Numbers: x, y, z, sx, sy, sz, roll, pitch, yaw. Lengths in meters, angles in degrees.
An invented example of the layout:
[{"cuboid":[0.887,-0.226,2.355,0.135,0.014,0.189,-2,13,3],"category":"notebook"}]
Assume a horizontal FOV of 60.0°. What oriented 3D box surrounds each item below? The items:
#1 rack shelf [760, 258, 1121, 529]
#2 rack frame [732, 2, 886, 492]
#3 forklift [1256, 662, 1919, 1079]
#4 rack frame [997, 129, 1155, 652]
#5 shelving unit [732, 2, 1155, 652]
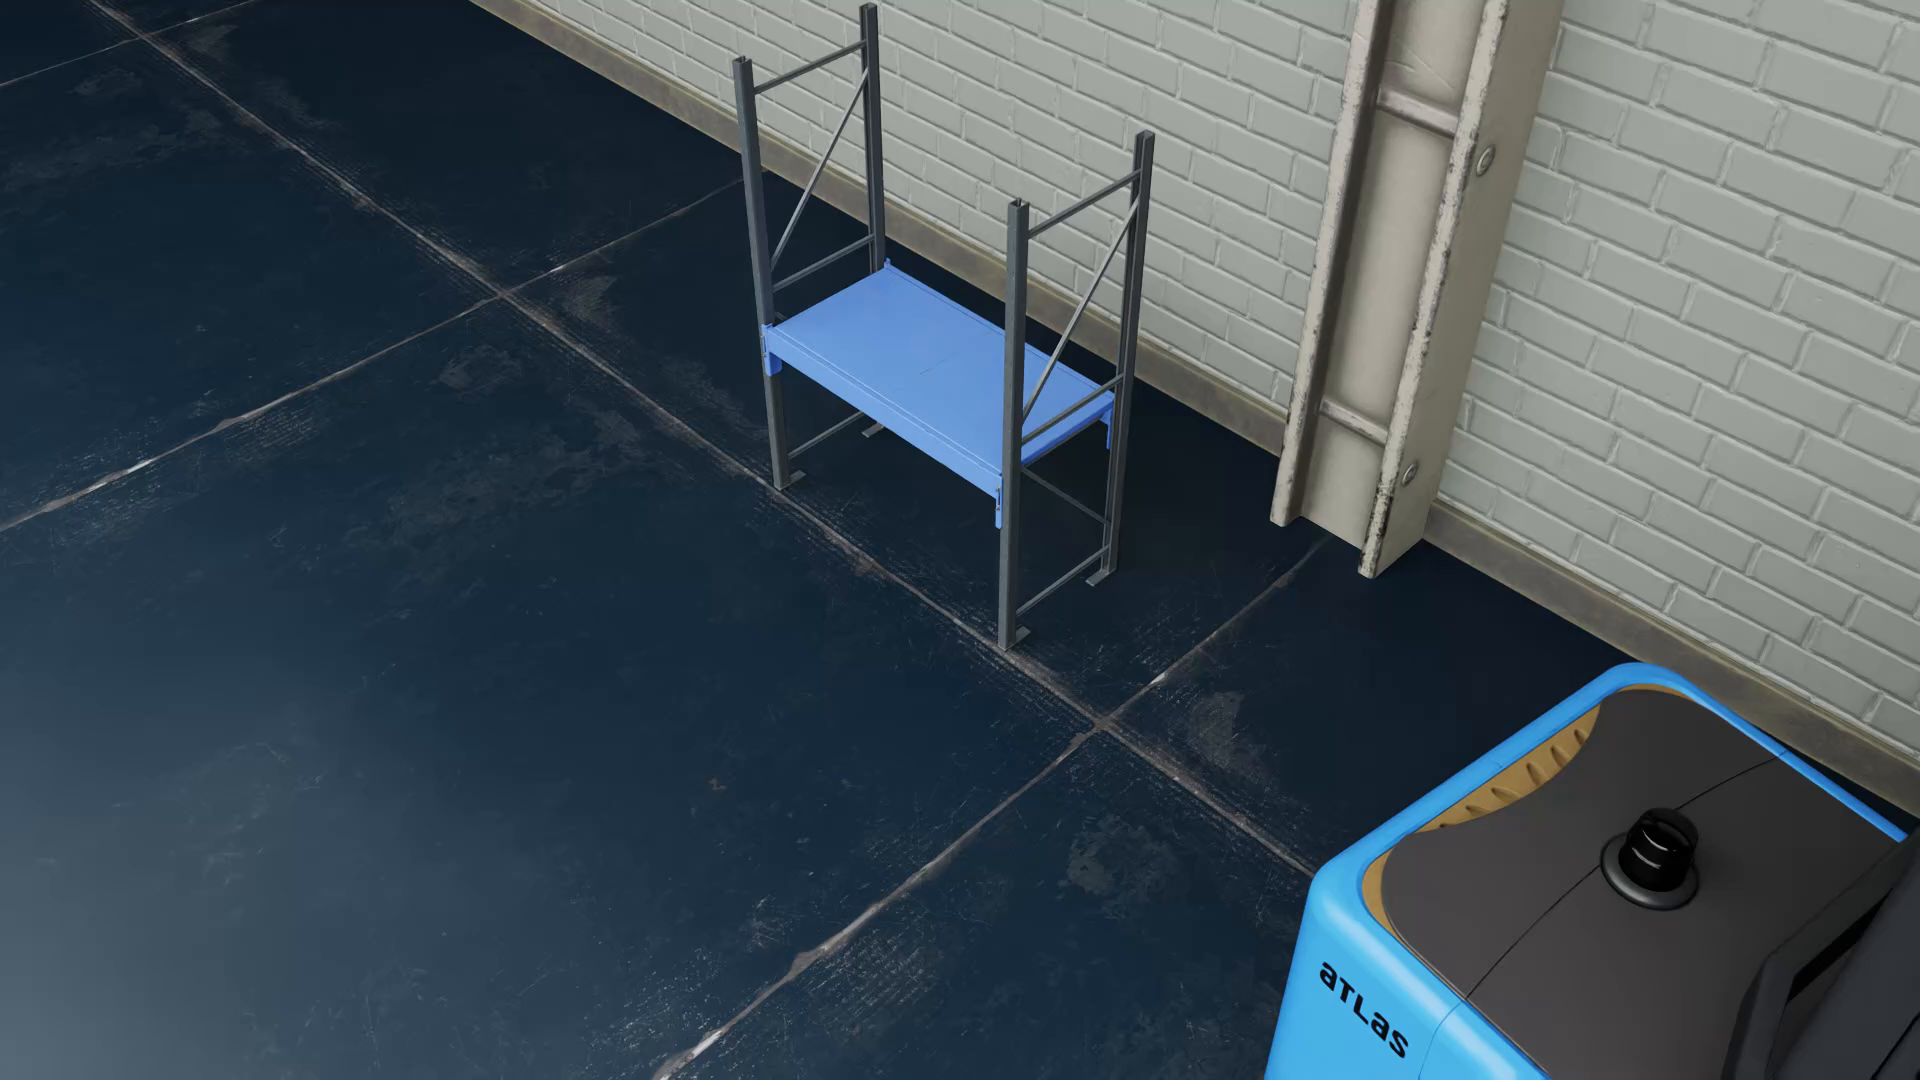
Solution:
[{"cuboid":[-0.060,-0.460,4.907,0.538,0.185,1.000,-34,53,-31],"category":"rack shelf"},{"cuboid":[-0.419,-0.836,5.050,0.500,1.500,0.032,-34,53,-31],"category":"rack frame"},{"cuboid":[1.896,0.939,2.075,1.130,2.935,3.031,-26,49,-26],"category":"forklift"},{"cuboid":[0.299,-0.348,4.521,0.500,1.500,0.032,-34,53,-31],"category":"rack frame"},{"cuboid":[-0.060,-0.592,4.785,0.538,1.500,1.048,-34,53,-31],"category":"shelving unit"}]
